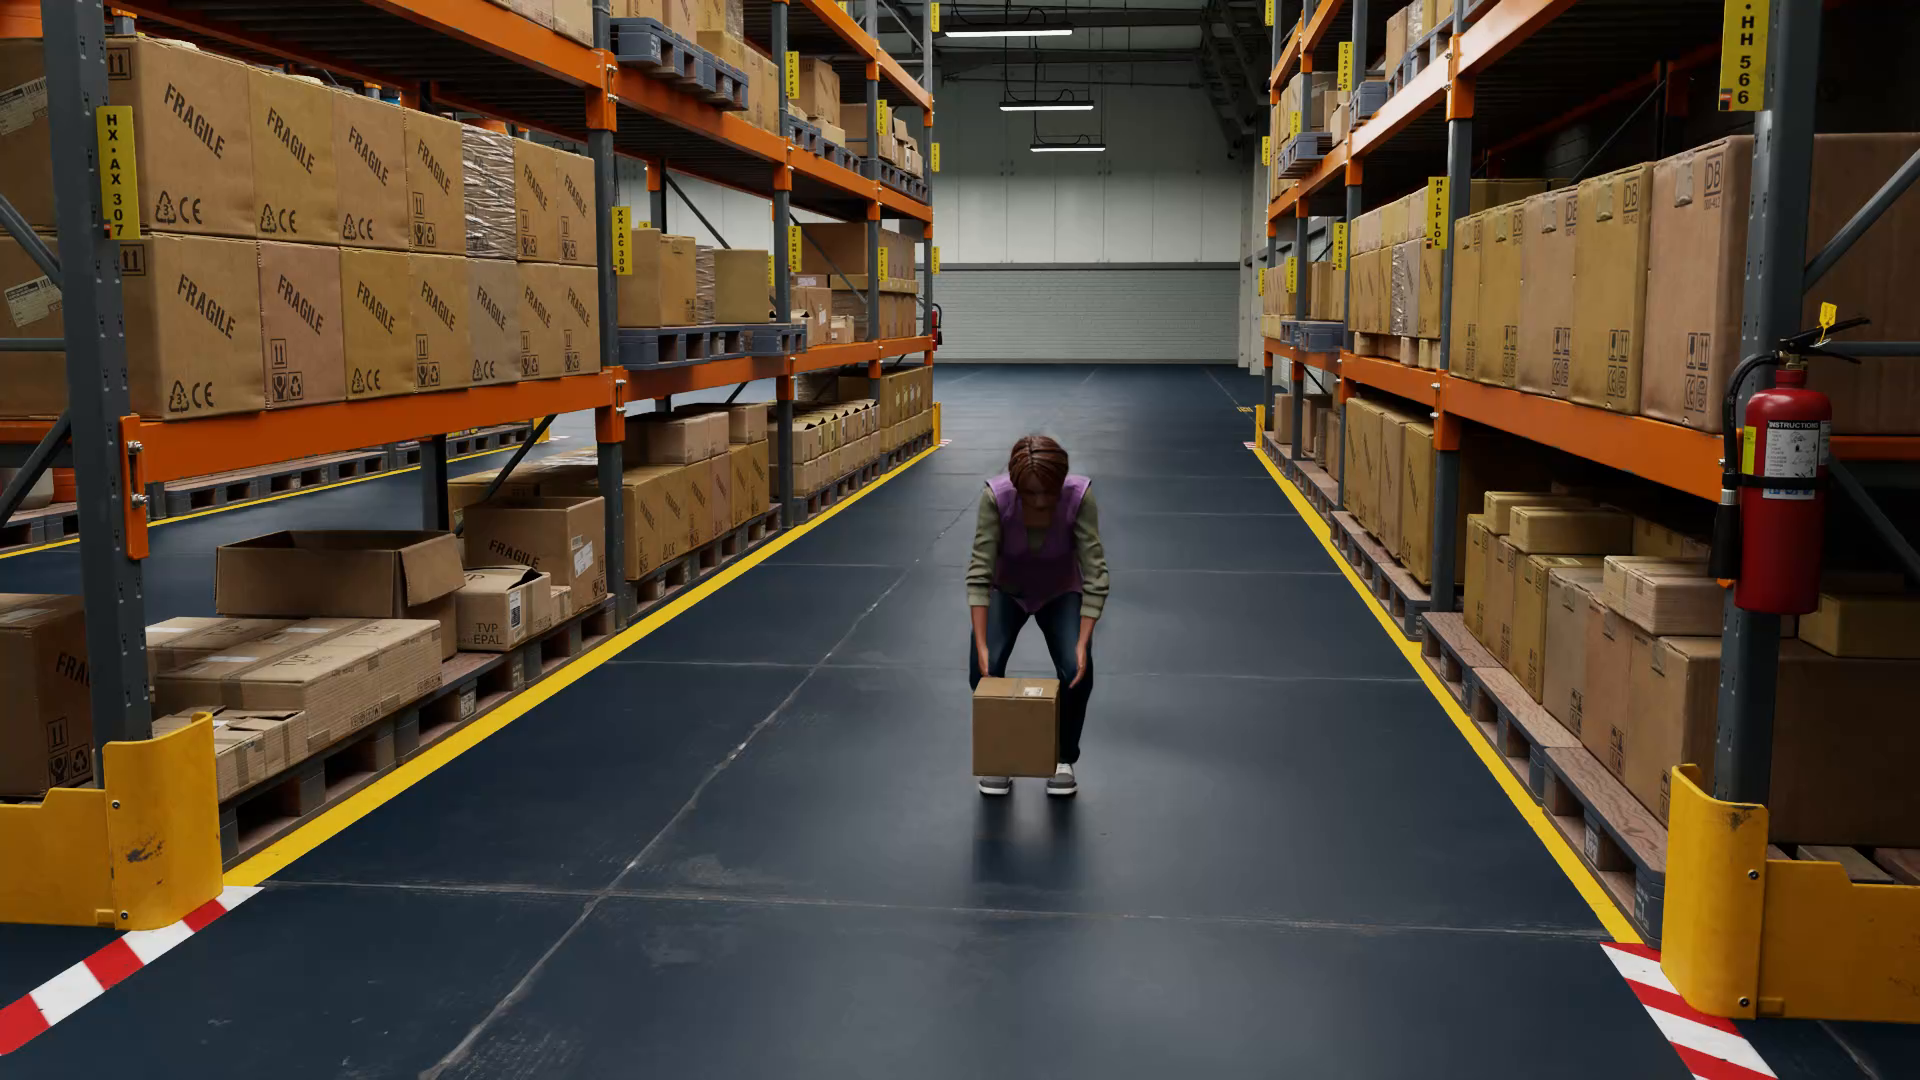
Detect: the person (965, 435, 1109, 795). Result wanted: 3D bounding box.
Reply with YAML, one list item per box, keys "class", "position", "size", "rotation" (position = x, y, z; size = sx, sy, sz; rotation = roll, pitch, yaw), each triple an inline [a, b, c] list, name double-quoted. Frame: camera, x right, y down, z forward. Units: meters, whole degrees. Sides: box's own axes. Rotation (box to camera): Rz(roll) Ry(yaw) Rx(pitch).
- class: "person"
  position: [0.263, 0.250, 5.490]
  size: [0.462, 1.203, 0.698]
  rotation: [1, 8, 6]
